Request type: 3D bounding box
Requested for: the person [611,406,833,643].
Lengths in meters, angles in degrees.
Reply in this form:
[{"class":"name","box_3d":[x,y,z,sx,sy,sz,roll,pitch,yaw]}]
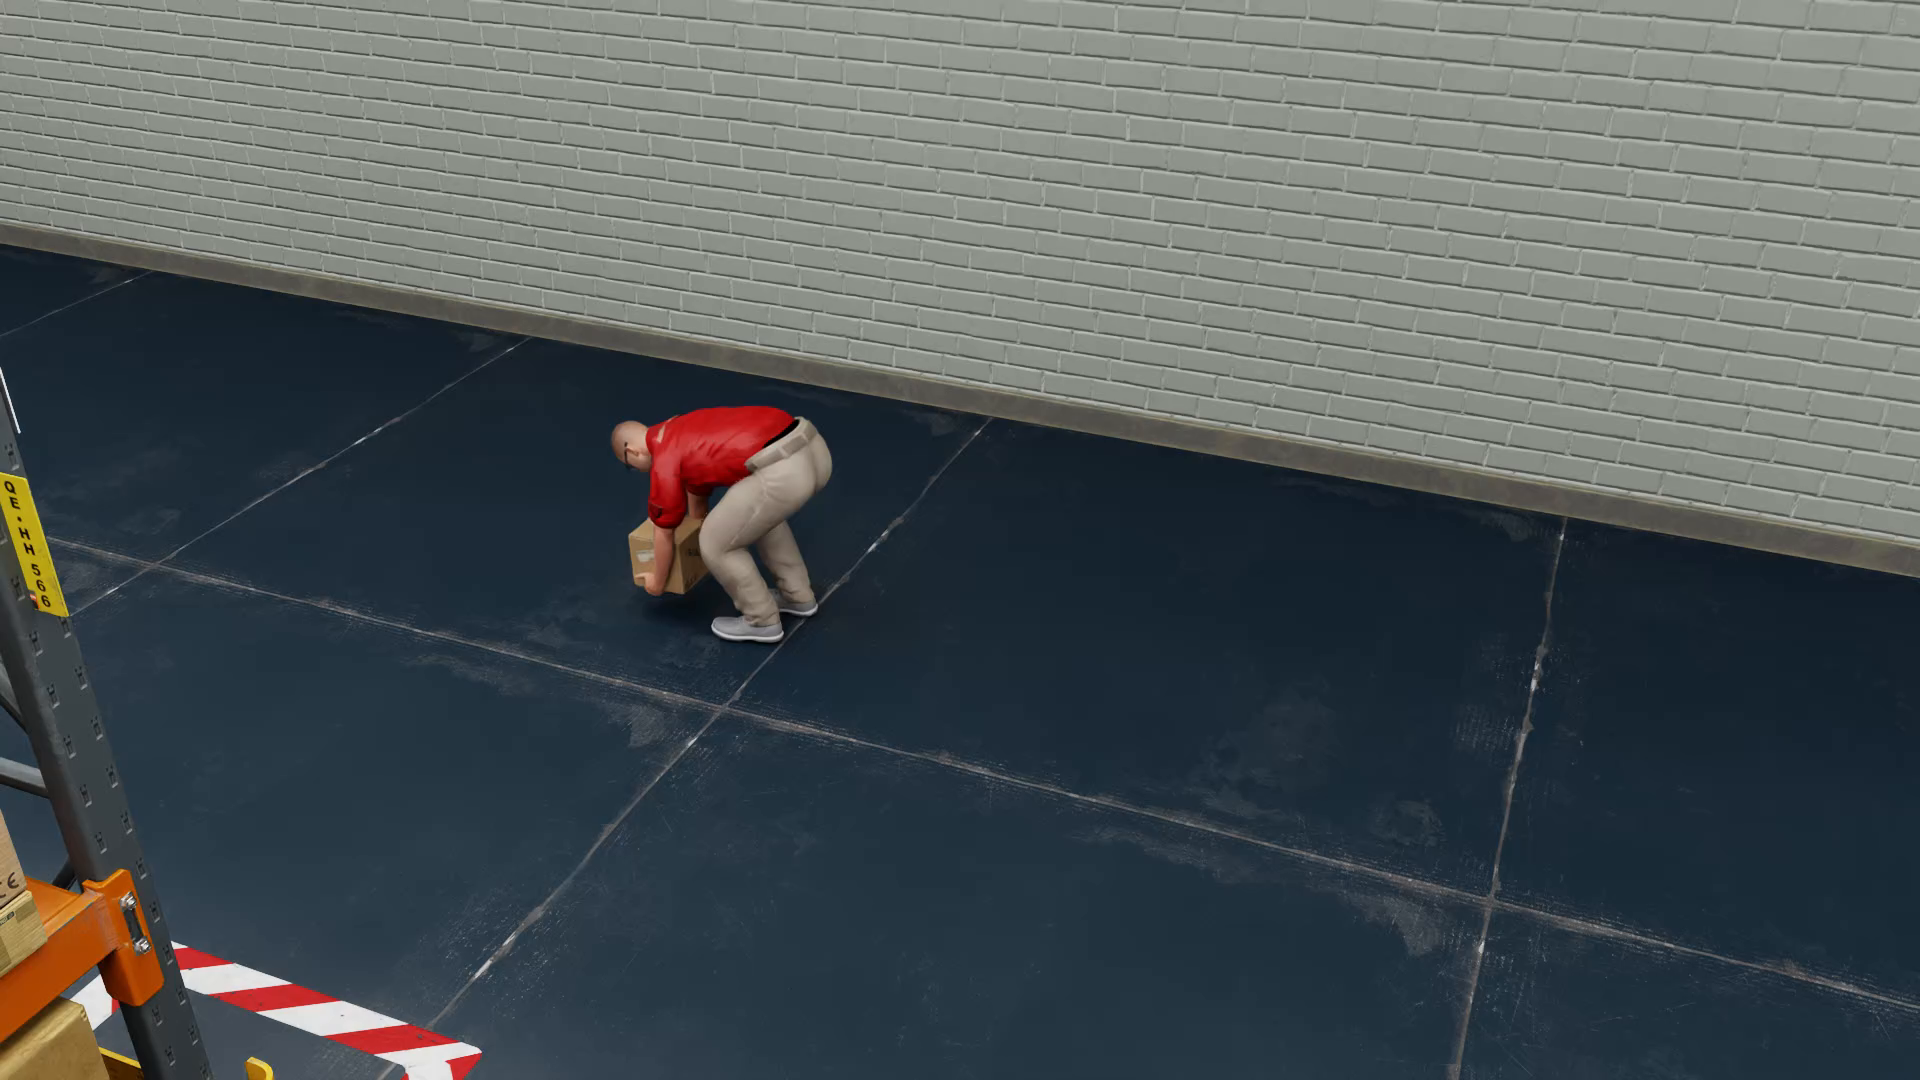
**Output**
[{"class":"person","box_3d":[-1.012,-0.103,7.068,0.960,1.002,0.509,10,31,17]}]
